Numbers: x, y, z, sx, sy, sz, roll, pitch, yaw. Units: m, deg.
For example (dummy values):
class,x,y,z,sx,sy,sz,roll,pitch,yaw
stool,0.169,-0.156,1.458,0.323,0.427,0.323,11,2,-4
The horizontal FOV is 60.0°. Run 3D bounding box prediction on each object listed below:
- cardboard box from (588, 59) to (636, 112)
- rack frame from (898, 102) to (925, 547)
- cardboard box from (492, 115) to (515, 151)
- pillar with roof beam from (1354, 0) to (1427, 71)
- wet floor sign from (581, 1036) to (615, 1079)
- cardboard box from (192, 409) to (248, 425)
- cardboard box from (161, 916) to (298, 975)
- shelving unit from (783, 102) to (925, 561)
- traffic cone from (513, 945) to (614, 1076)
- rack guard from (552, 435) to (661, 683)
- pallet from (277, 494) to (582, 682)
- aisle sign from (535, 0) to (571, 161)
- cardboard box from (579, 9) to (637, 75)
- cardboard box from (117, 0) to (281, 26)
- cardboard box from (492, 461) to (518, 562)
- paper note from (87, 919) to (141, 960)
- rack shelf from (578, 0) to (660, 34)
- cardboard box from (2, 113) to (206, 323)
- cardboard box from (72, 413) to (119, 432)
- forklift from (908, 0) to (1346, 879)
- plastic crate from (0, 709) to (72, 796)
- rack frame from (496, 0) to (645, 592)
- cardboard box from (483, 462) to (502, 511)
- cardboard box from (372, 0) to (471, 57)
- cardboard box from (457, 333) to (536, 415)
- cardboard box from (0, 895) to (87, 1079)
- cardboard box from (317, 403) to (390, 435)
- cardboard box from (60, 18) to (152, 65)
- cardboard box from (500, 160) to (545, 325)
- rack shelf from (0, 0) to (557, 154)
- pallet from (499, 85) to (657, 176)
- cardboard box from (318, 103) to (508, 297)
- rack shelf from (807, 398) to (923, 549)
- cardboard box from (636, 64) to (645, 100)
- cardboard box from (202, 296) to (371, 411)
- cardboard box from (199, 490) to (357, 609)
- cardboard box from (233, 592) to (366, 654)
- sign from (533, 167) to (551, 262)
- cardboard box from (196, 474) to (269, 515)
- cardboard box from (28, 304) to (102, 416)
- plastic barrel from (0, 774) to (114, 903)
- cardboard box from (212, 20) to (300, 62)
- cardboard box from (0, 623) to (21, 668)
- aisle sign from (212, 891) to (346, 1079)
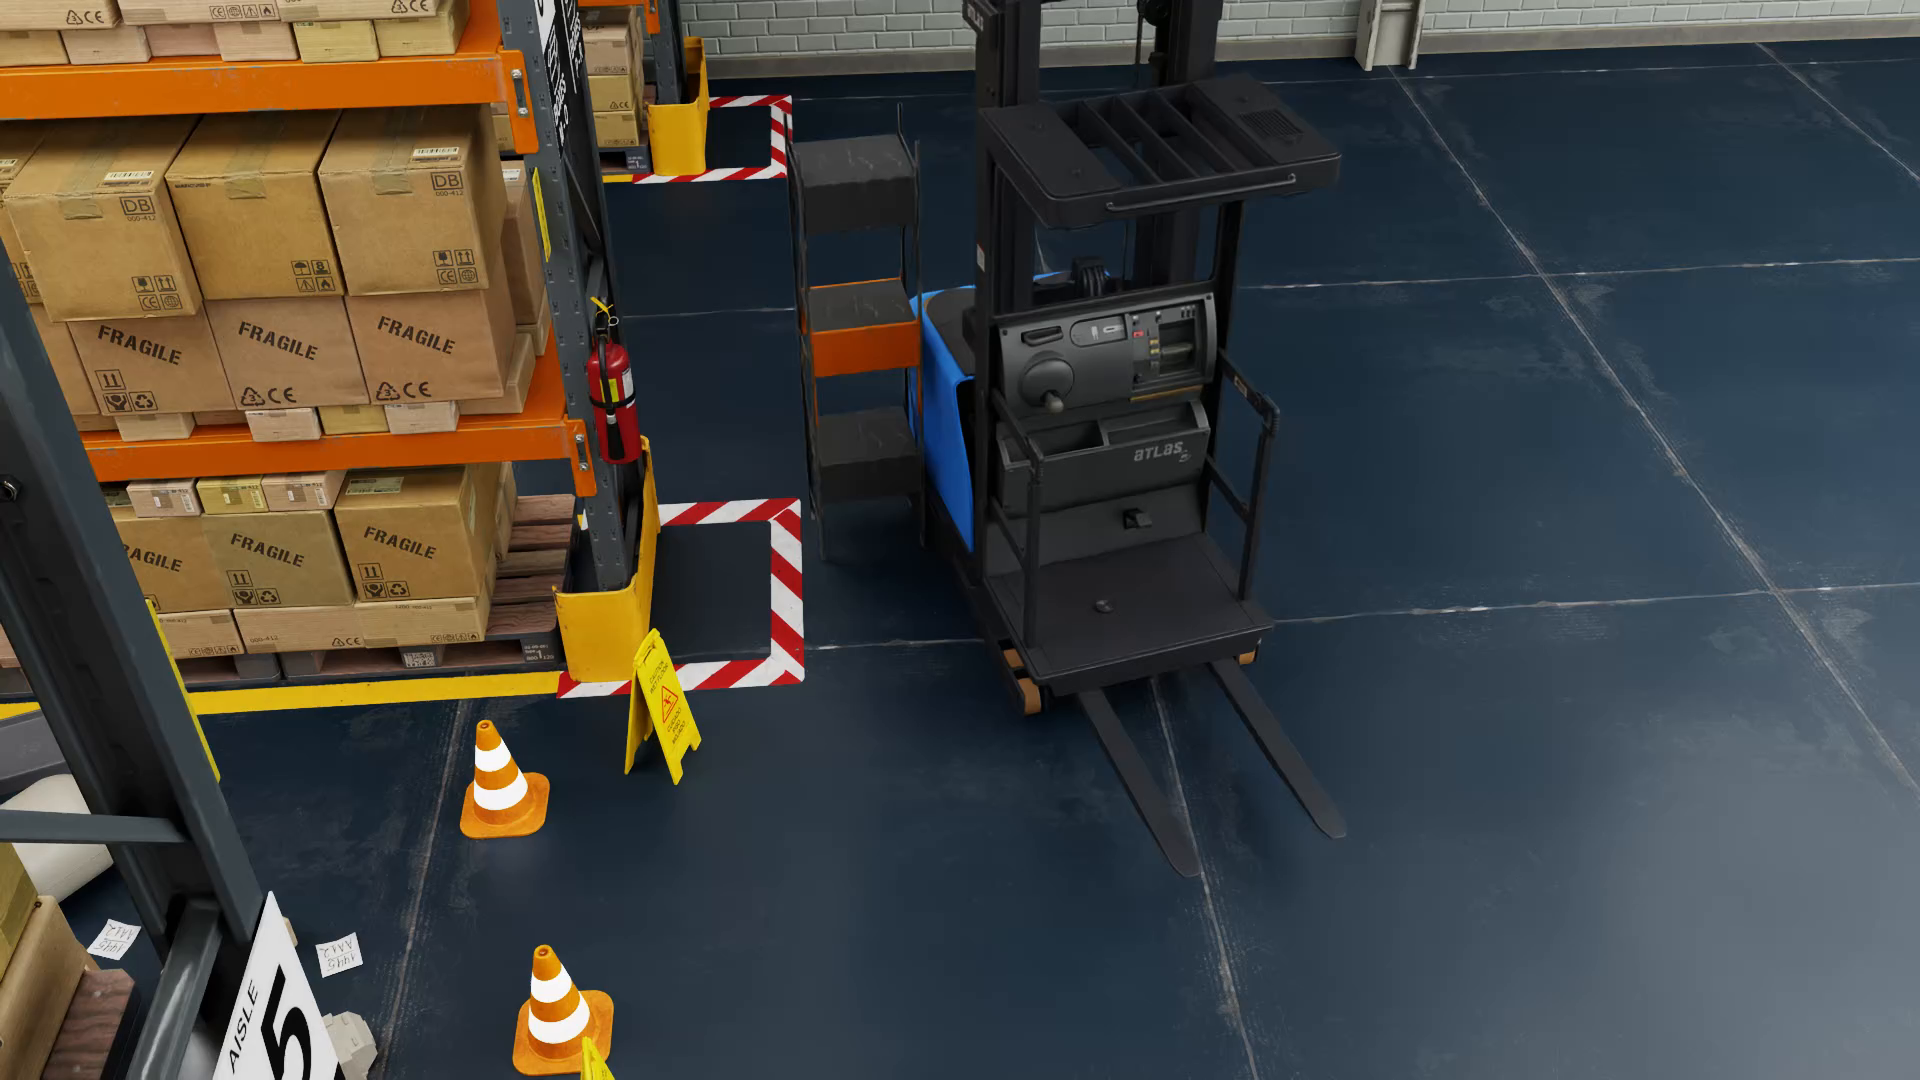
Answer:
class,x,y,z,sx,sy,sz,roll,pitch,yaw
cardboard box,-2.420,-3.047,10.989,0.500,0.250,0.500,-4,38,-5
rack frame,-0.216,-0.907,7.523,0.015,2.100,0.400,-8,40,-10
cardboard box,-2.899,-2.828,11.115,0.500,0.250,0.500,-3,38,-4
pillar with roof beam,3.622,-4.531,6.549,0.400,9.000,9.100,-3,38,-4
wet floor sign,-1.127,1.827,5.235,0.232,0.644,0.267,-9,39,-12
cardboard box,-2.894,-0.628,6.649,0.250,0.149,0.380,-3,38,-3
cardboard box,-2.645,1.515,6.032,0.250,0.149,0.380,16,41,19
shelving unit,-0.454,-0.874,7.481,0.503,2.100,0.431,-8,40,-10
traffic cone,-1.396,1.559,5.722,0.334,0.463,0.336,-3,38,-4
rack guard,-1.595,0.063,7.588,0.348,0.500,1.175,-3,38,-4
pallet,-2.407,0.199,7.649,1.213,0.211,1.003,-3,38,-4
aisle sign,-1.432,-1.767,5.792,0.004,0.787,0.394,-3,38,-4
cardboard box,-2.394,-3.245,10.837,0.500,0.250,0.500,-2,38,-2
cardboard box,-2.507,-1.945,5.575,0.500,0.250,0.500,-4,38,-5
cardboard box,-2.347,-0.134,7.701,0.500,0.250,0.500,-3,38,-4
paper note,-3.144,1.482,6.179,0.142,0.019,0.148,9,39,12
rack shelf,-3.955,-3.593,10.784,4.000,0.370,1.077,-3,38,-4
cardboard box,-3.012,-1.194,6.035,0.500,0.500,0.700,-4,38,-5
cardboard box,-3.397,-0.599,6.613,0.250,0.149,0.380,-3,38,-4
forklift,0.674,-0.684,6.572,1.130,2.935,3.031,-12,40,-14
plastic crate,-3.867,0.863,6.914,0.583,0.080,0.402,-16,41,-19
rack frame,-1.519,-0.922,6.819,0.127,3.000,1.000,-3,38,-4
cardboard box,-2.371,-0.427,7.467,0.500,0.500,0.500,-4,38,-5
cardboard box,-1.850,-1.809,5.725,0.250,0.149,0.380,-3,38,-4
cardboard box,-1.873,-0.671,6.704,0.250,0.149,0.380,-2,38,-2
cardboard box,-1.350,0.664,2.170,0.250,0.149,0.380,-3,38,-4
cardboard box,-2.372,-0.588,6.598,0.250,0.149,0.380,-4,38,-5
cardboard box,-2.865,-1.766,5.670,0.250,0.149,0.380,-3,38,-4
cardboard box,-2.016,-1.224,6.880,0.500,0.500,0.500,-4,38,-5
rack shelf,-3.511,-1.708,5.974,4.000,0.370,1.077,-3,38,-4
pallet,-2.721,-2.822,11.478,1.213,0.211,1.003,-3,38,-4
cardboard box,-2.009,-1.308,6.180,0.500,0.500,0.700,-4,38,-5
rack shelf,-0.456,-0.318,7.928,0.480,0.518,0.431,-8,40,-10
cardboard box,-2.469,-3.164,11.541,0.500,0.250,0.500,-3,38,-4
cardboard box,-2.535,-0.854,6.412,0.500,0.500,0.500,-3,38,-4
cardboard box,-2.814,-0.067,7.010,0.500,0.500,0.500,-2,38,-2
cardboard box,-2.817,0.226,7.245,0.500,0.250,0.500,-3,38,-4
sign,-1.490,-1.157,5.927,0.005,0.325,0.100,-3,38,-4
cardboard box,-2.904,-0.279,6.755,0.250,0.149,0.380,-3,38,-3
cardboard box,-3.540,-0.813,6.359,0.500,0.500,0.500,-3,38,-3
plastic barrel,-3.442,1.136,6.290,0.421,0.421,0.512,23,44,27
cardboard box,-2.363,-1.782,5.690,0.250,0.149,0.380,-2,38,-3
cardboard box,-3.833,0.279,7.178,0.500,0.250,0.500,-4,38,-5
aisle sign,-0.936,0.917,2.390,0.004,0.787,0.394,-3,38,-4
